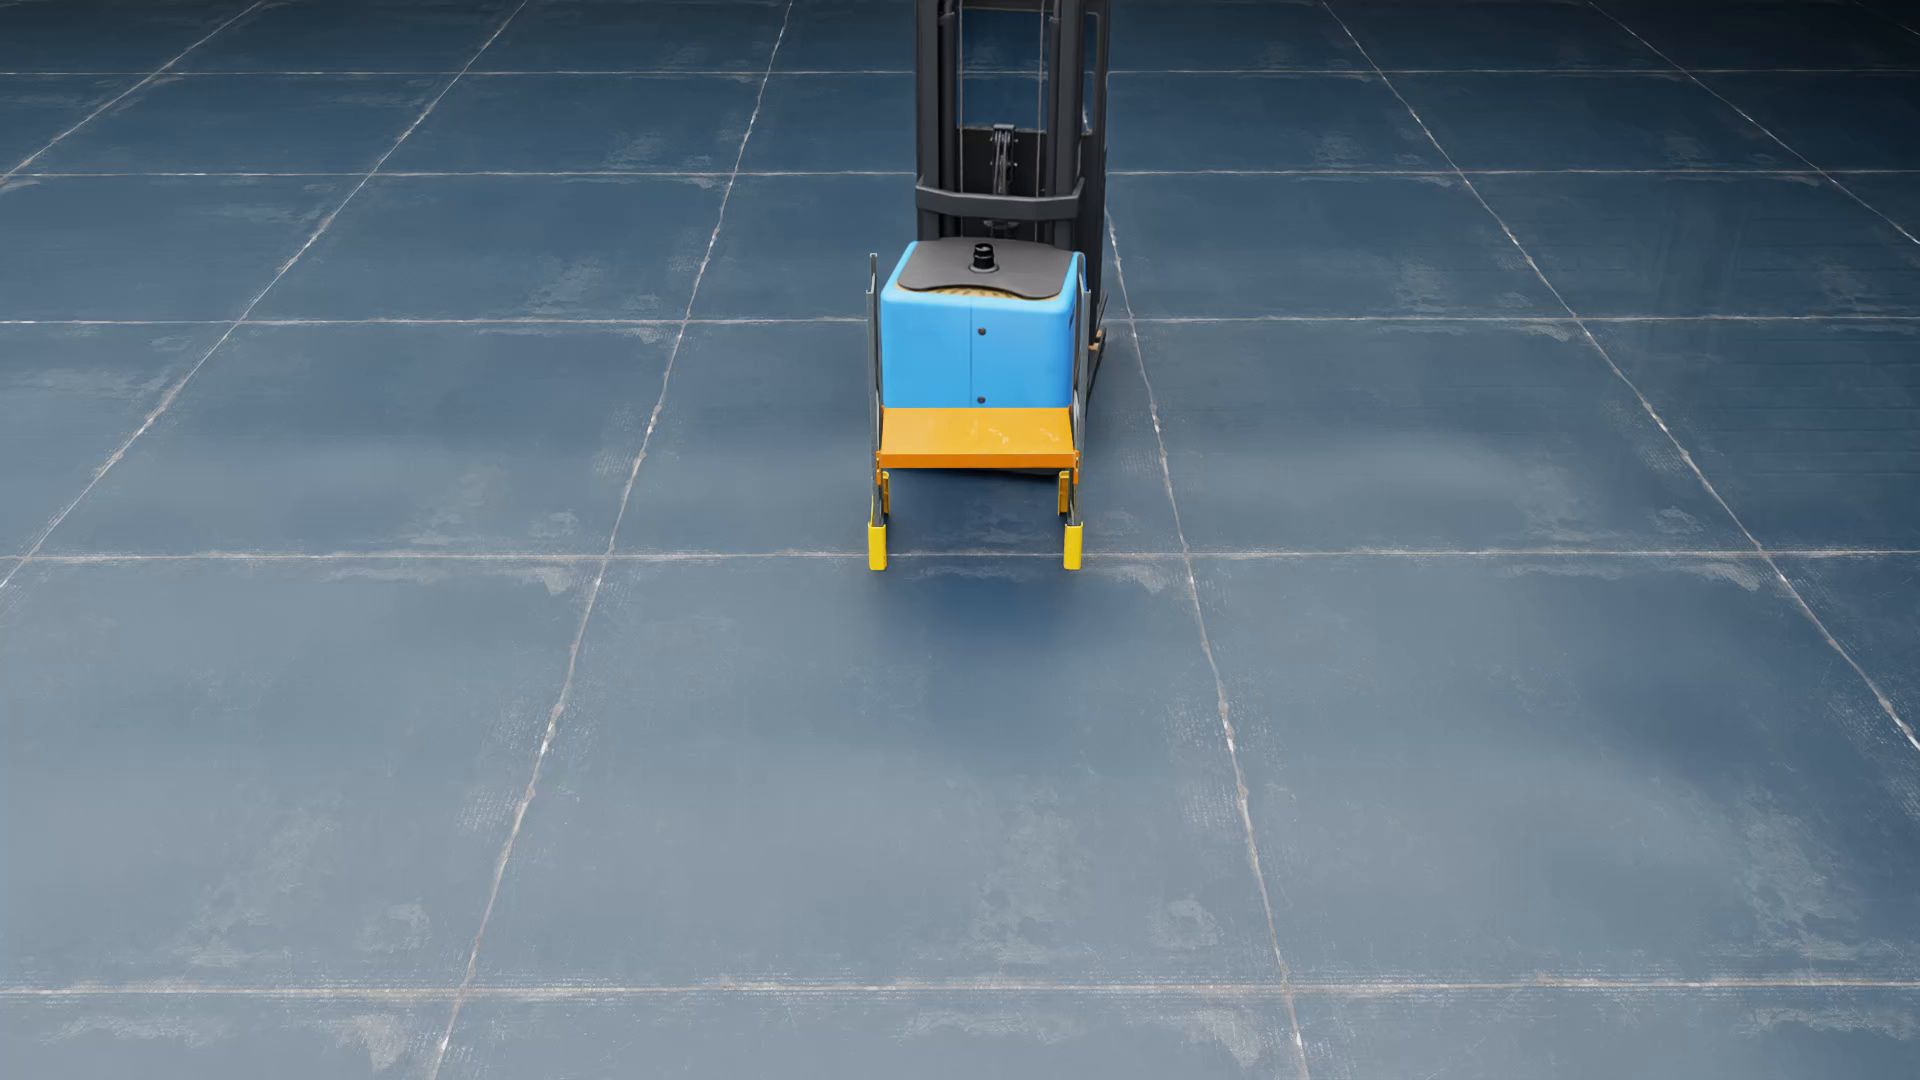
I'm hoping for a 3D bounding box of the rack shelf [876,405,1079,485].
[{"bbox_3d":[0.085,-0.488,8.455,1.000,0.185,0.538,0,31,0],"label":"rack shelf"}]

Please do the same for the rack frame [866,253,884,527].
[{"bbox_3d":[-0.423,-0.640,8.359,0.032,1.500,0.500,0,31,0],"label":"rack frame"}]

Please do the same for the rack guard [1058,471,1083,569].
[{"bbox_3d":[0.574,-0.109,8.688,0.087,0.250,0.587,0,31,0],"label":"rack guard"}]

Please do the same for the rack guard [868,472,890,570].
[{"bbox_3d":[-0.422,-0.106,8.683,0.087,0.250,0.587,0,31,0],"label":"rack guard"}]

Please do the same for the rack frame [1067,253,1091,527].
[{"bbox_3d":[0.594,-0.643,8.364,0.032,1.500,0.500,0,31,0],"label":"rack frame"}]

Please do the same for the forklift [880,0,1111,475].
[{"bbox_3d":[0.333,-2.362,9.818,1.130,2.935,3.031,5,32,9],"label":"forklift"}]

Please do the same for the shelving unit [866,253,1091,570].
[{"bbox_3d":[0.076,-0.641,8.361,1.083,1.500,0.587,0,31,0],"label":"shelving unit"}]
